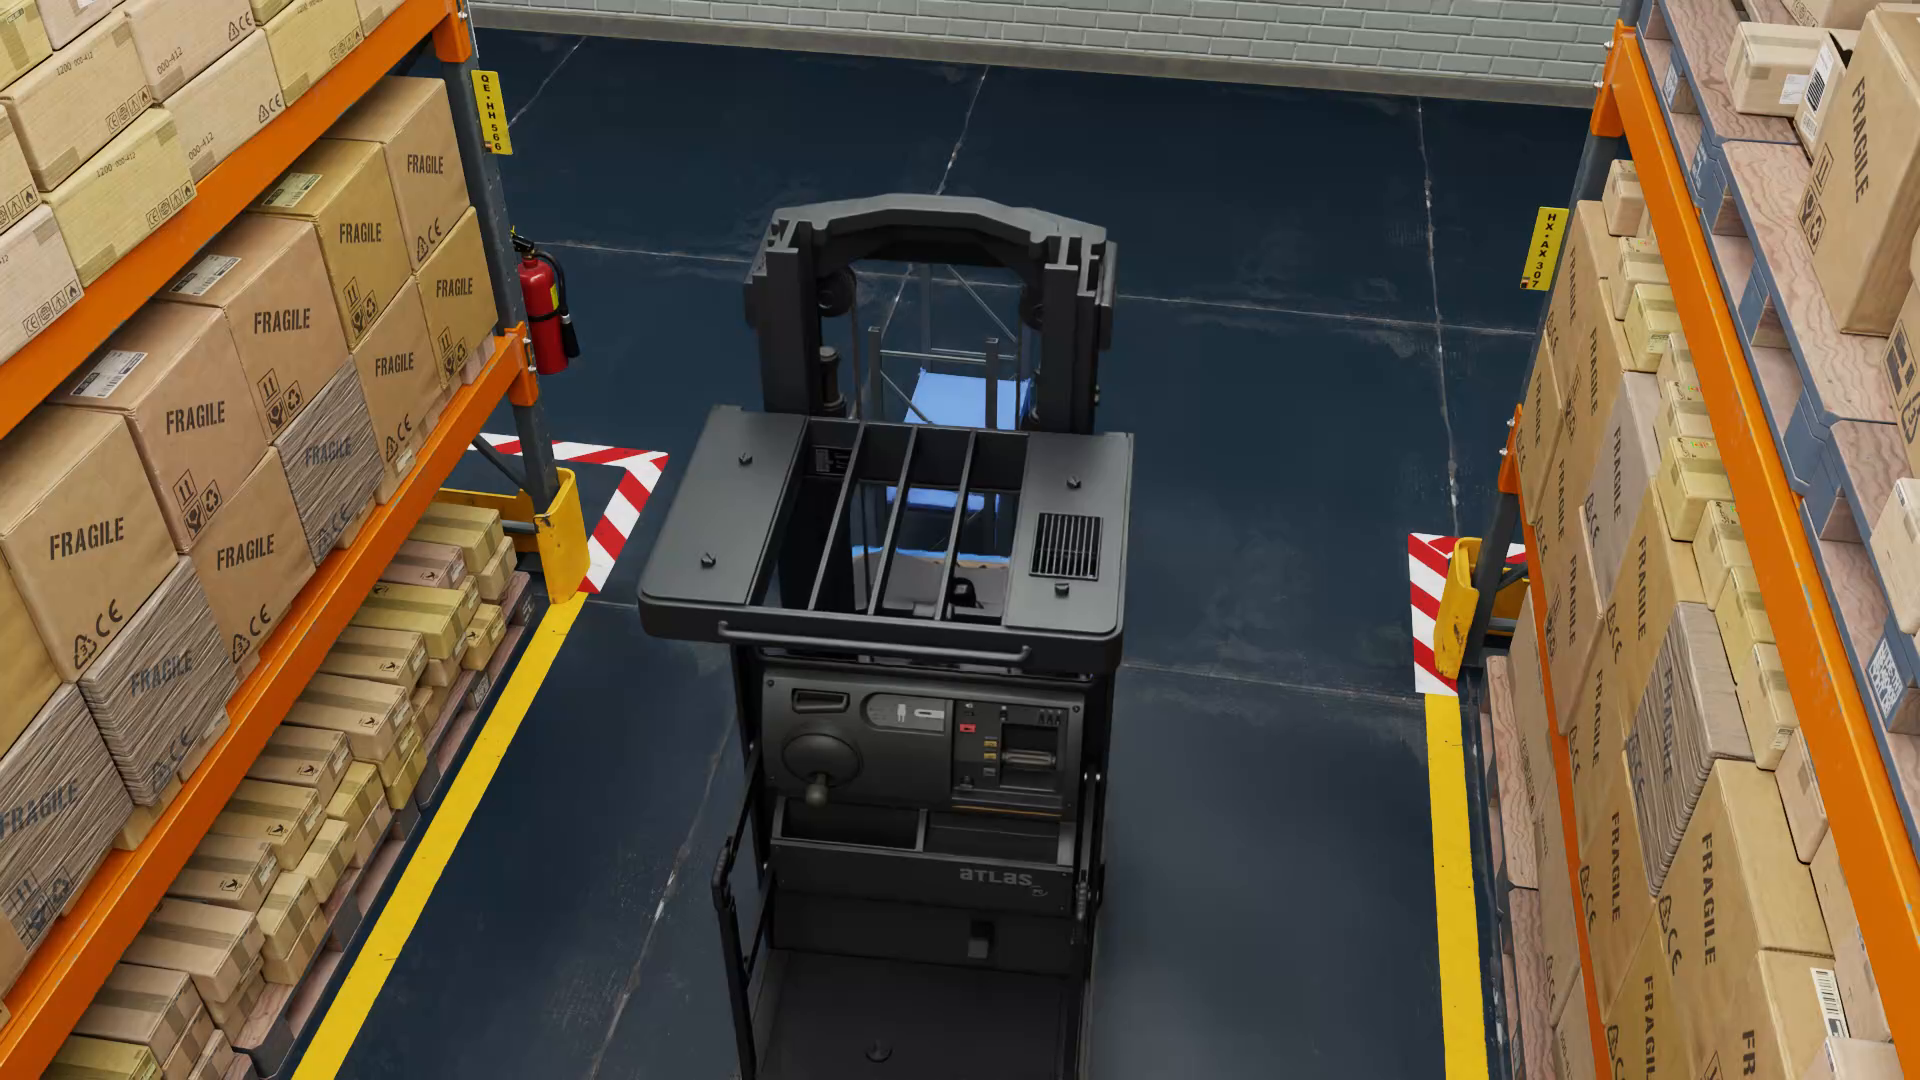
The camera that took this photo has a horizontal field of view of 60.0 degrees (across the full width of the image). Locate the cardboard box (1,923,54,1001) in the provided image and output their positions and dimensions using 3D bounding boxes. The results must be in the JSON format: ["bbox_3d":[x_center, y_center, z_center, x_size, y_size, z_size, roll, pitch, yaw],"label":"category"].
[{"bbox_3d":[-2.629,1.038,4.338,0.380,0.149,0.250,5,40,6],"label":"cardboard box"}]

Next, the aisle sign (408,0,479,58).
[{"bbox_3d":[-1.966,-2.099,5.894,0.394,0.787,0.004,6,40,8],"label":"aisle sign"}]

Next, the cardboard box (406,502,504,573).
[{"bbox_3d":[-2.116,-0.016,6.857,0.380,0.149,0.250,7,40,8],"label":"cardboard box"}]

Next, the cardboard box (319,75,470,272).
[{"bbox_3d":[-2.108,-1.308,5.881,0.500,0.500,0.500,6,40,7],"label":"cardboard box"}]

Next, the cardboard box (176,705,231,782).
[{"bbox_3d":[-2.415,0.550,4.928,0.380,0.149,0.250,8,40,10],"label":"cardboard box"}]

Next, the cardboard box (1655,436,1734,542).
[{"bbox_3d":[1.975,-0.115,4.162,0.380,0.149,0.250,5,40,7],"label":"cardboard box"}]

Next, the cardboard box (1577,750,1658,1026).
[{"bbox_3d":[1.912,0.910,4.217,0.500,0.500,0.500,6,40,7],"label":"cardboard box"}]

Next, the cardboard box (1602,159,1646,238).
[{"bbox_3d":[2.285,-1.083,5.334,0.380,0.149,0.250,7,40,9],"label":"cardboard box"}]

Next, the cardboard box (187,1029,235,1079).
[{"bbox_3d":[-2.554,1.677,5.276,0.380,0.149,0.250,6,40,7],"label":"cardboard box"}]

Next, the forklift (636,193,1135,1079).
[{"bbox_3d":[-0.134,0.675,4.633,1.130,2.935,3.031,4,40,5],"label":"forklift"}]

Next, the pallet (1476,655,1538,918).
[{"bbox_3d":[2.558,0.983,6.395,1.003,0.211,1.213,6,40,8],"label":"pallet"}]

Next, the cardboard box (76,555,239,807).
[{"bbox_3d":[-2.431,0.367,4.641,0.500,0.500,0.500,6,40,7],"label":"cardboard box"}]

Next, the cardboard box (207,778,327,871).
[{"bbox_3d":[-2.407,0.963,5.673,0.380,0.149,0.250,7,40,8],"label":"cardboard box"}]

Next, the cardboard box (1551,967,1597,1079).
[{"bbox_3d":[2.296,1.790,4.912,0.875,0.438,0.875,5,40,6],"label":"cardboard box"}]

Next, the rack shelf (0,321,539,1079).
[{"bbox_3d":[-2.620,0.448,5.418,1.077,0.370,4.000,6,40,8],"label":"rack shelf"}]

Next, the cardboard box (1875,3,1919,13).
[{"bbox_3d":[2.636,-1.297,4.400,0.380,0.149,0.250,4,40,4],"label":"cardboard box"}]

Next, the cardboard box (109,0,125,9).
[{"bbox_3d":[-2.295,-1.487,4.253,0.380,0.149,0.250,7,40,9],"label":"cardboard box"}]

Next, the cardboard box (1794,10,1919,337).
[{"bbox_3d":[2.123,-0.748,3.460,0.500,0.500,0.500,7,40,8],"label":"cardboard box"}]

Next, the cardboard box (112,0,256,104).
[{"bbox_3d":[-2.281,-1.416,4.479,0.500,0.250,0.500,7,40,8],"label":"cardboard box"}]

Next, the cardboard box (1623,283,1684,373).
[{"bbox_3d":[2.124,-0.593,4.741,0.380,0.149,0.250,5,40,6],"label":"cardboard box"}]

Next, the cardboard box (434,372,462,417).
[{"bbox_3d":[-2.132,-0.600,6.318,0.380,0.149,0.250,6,40,8],"label":"cardboard box"}]

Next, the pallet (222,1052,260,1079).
[{"bbox_3d":[-2.885,2.076,5.074,1.003,0.211,1.213,6,40,8],"label":"pallet"}]

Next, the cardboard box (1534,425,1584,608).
[{"bbox_3d":[2.193,-0.050,5.378,0.500,0.500,0.500,6,40,7],"label":"cardboard box"}]

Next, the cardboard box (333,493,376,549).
[{"bbox_3d":[-2.256,-0.116,5.733,0.380,0.149,0.250,5,40,6],"label":"cardboard box"}]

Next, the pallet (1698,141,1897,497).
[{"bbox_3d":[2.292,-0.489,3.703,1.003,0.211,1.213,6,40,8],"label":"pallet"}]

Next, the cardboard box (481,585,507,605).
[{"bbox_3d":[-2.159,0.206,7.054,0.380,0.149,0.250,7,40,8],"label":"cardboard box"}]

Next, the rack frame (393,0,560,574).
[{"bbox_3d":[-2.274,-1.084,6.707,1.000,3.000,0.127,6,40,8],"label":"rack frame"}]

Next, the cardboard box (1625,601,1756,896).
[{"bbox_3d":[1.911,0.520,3.904,0.500,0.500,0.500,7,40,8],"label":"cardboard box"}]

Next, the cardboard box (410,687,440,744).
[{"bbox_3d":[-2.265,0.691,6.467,0.380,0.149,0.250,7,40,8],"label":"cardboard box"}]

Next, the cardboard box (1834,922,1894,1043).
[{"bbox_3d":[1.819,0.853,2.992,0.380,0.149,0.250,7,40,9],"label":"cardboard box"}]

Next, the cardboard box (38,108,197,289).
[{"bbox_3d":[-2.345,-0.901,4.249,0.500,0.250,0.500,8,40,10],"label":"cardboard box"}]

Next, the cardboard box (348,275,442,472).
[{"bbox_3d":[-2.192,-0.604,5.815,0.500,0.500,0.500,6,40,7],"label":"cardboard box"}]

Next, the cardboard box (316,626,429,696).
[{"bbox_3d":[-2.243,0.467,6.272,0.380,0.149,0.250,5,40,6],"label":"cardboard box"}]

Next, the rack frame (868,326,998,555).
[{"bbox_3d":[-0.103,-0.205,6.821,0.500,1.500,0.032,6,40,8],"label":"rack frame"}]

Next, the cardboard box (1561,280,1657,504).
[{"bbox_3d":[2.173,-0.431,5.054,0.500,0.500,0.500,5,40,6],"label":"cardboard box"}]

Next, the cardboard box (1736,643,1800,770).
[{"bbox_3d":[1.906,0.376,3.570,0.380,0.149,0.250,6,40,7],"label":"cardboard box"}]

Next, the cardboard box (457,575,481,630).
[{"bbox_3d":[-2.182,0.259,6.757,0.380,0.149,0.250,6,40,7],"label":"cardboard box"}]

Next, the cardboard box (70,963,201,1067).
[{"bbox_3d":[-2.578,1.444,5.090,0.380,0.149,0.250,5,40,7],"label":"cardboard box"}]

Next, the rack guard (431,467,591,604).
[{"bbox_3d":[-2.287,-0.073,7.446,1.175,0.500,0.348,6,40,8],"label":"rack guard"}]

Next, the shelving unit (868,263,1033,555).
[{"bbox_3d":[-0.015,-0.524,7.207,0.538,1.500,1.048,6,40,8],"label":"shelving unit"}]

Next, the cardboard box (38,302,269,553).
[{"bbox_3d":[-2.365,-0.330,4.699,0.500,0.500,0.500,5,40,6],"label":"cardboard box"}]

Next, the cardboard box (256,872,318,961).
[{"bbox_3d":[-2.400,1.240,5.570,0.380,0.149,0.250,6,40,7],"label":"cardboard box"}]

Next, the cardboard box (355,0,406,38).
[{"bbox_3d":[-2.092,-1.868,5.419,0.500,0.250,0.500,6,40,7],"label":"cardboard box"}]

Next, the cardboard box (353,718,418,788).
[{"bbox_3d":[-2.249,0.754,6.159,0.380,0.149,0.250,7,40,8],"label":"cardboard box"}]

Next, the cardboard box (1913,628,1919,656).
[{"bbox_3d":[1.722,0.168,2.536,0.396,0.266,0.258,8,40,9],"label":"cardboard box"}]
